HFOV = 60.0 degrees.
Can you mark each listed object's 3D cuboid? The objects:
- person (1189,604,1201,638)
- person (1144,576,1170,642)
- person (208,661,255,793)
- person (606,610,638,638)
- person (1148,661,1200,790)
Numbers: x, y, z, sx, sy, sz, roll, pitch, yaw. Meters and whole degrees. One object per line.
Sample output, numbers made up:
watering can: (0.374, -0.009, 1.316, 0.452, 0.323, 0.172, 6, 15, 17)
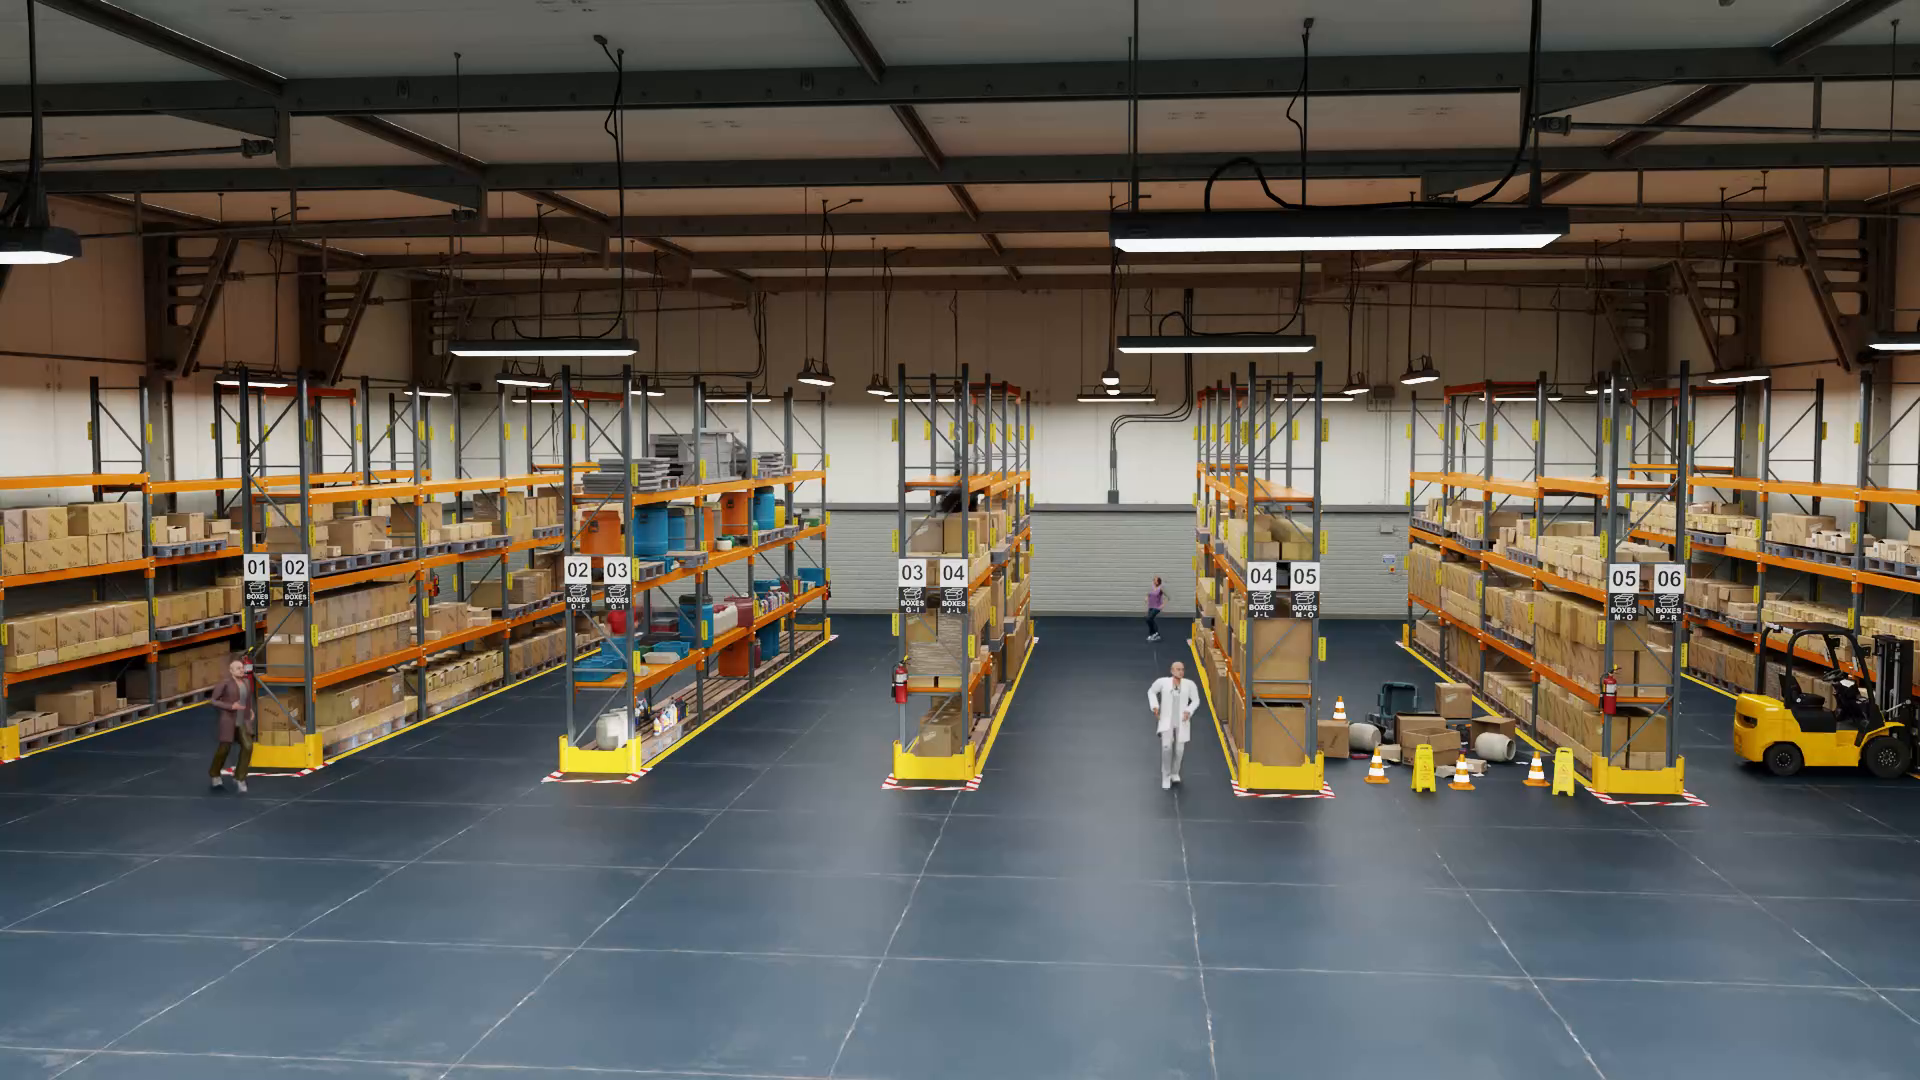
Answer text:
person: (5.912, 1.603, 40.769, 0.582, 1.613, 0.866, 1, 4, 15)
person: (4.683, 1.675, 39.866, 0.596, 1.555, 0.611, -3, 5, -37)
person: (-10.193, 2.602, 23.384, 0.885, 1.798, 0.713, 3, 5, 39)
person: (-6.859, 1.998, 33.685, 0.640, 1.679, 0.596, 0, 4, 1)
person: (3.044, 2.617, 23.607, 0.715, 1.799, 0.720, 0, 4, 0)
